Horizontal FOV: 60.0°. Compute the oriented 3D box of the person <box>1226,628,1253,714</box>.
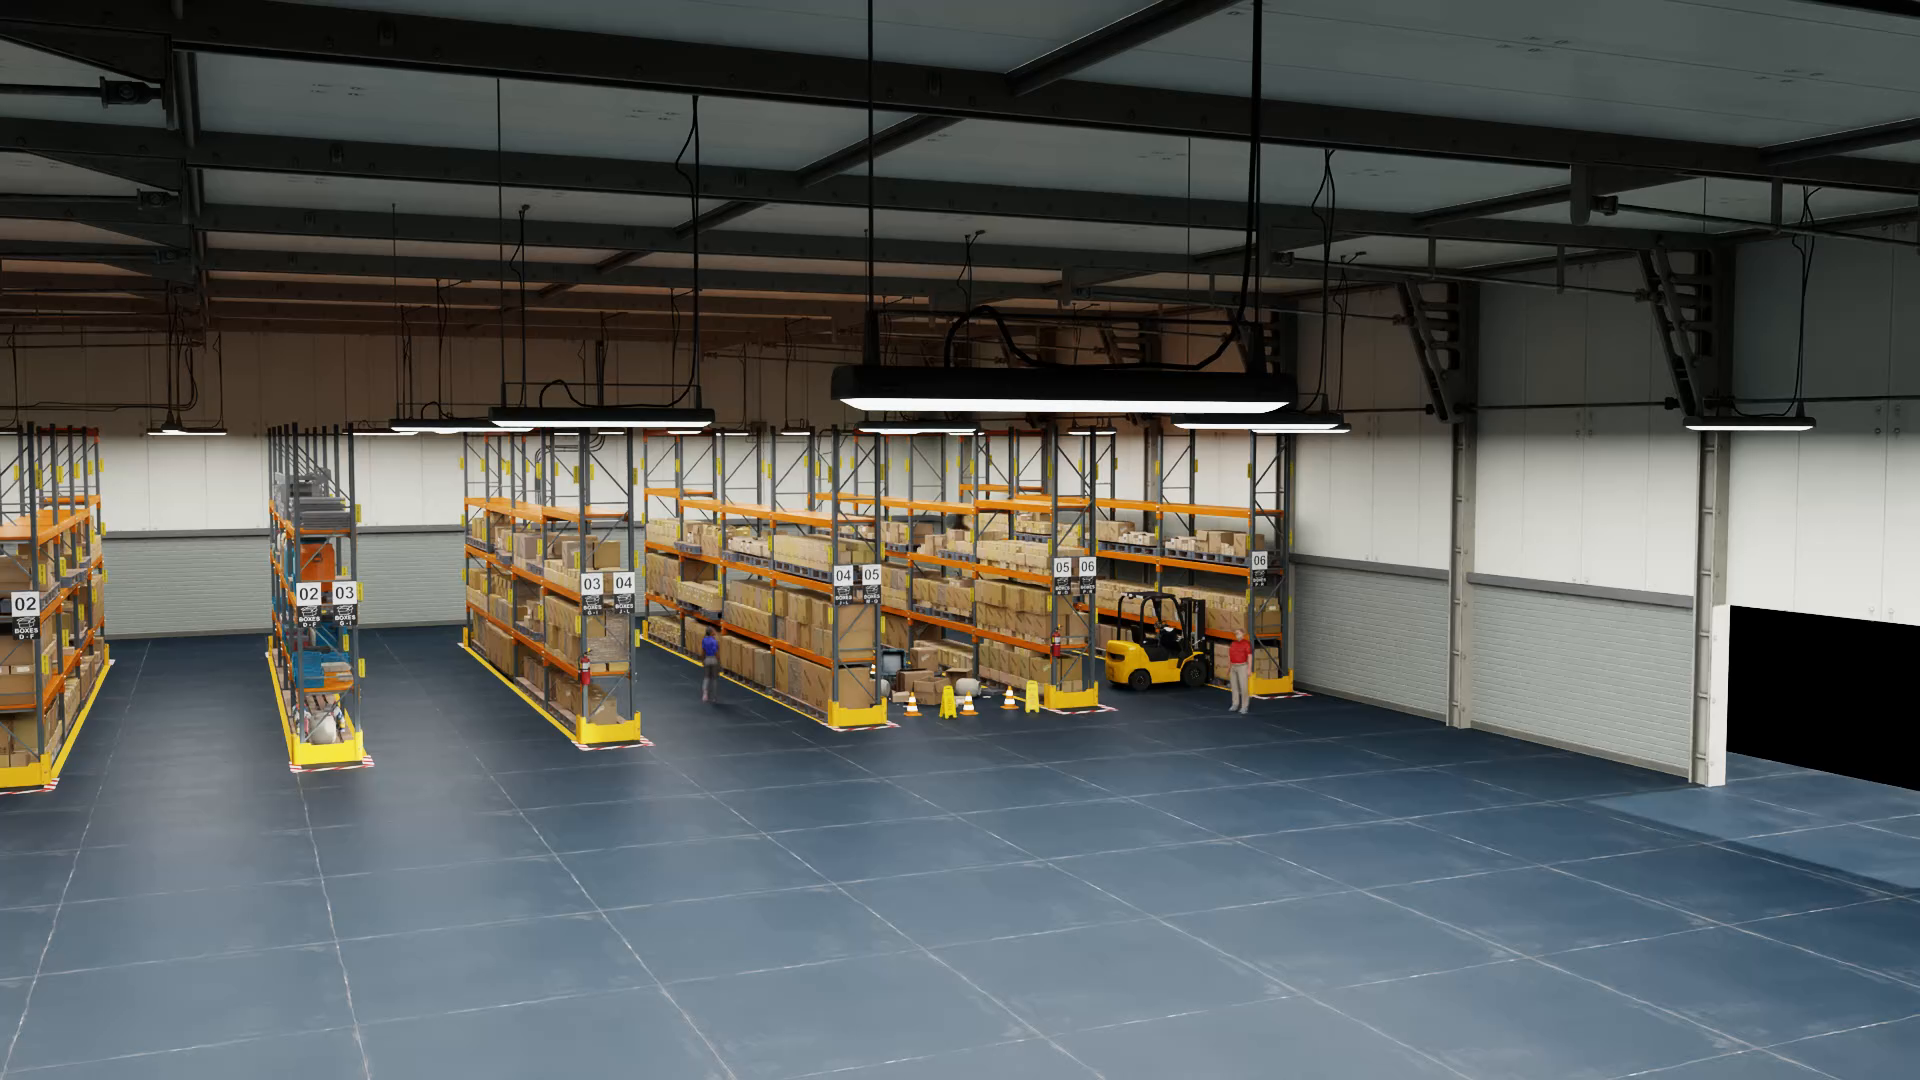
[{"bbox_3d":[5.839,2.733,34.884,0.407,1.741,0.567,-3,4,-39],"label":"person"}]

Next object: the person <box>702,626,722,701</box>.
[{"bbox_3d":[-5.393,2.686,36.017,0.447,1.646,0.501,1,4,10],"label":"person"}]
